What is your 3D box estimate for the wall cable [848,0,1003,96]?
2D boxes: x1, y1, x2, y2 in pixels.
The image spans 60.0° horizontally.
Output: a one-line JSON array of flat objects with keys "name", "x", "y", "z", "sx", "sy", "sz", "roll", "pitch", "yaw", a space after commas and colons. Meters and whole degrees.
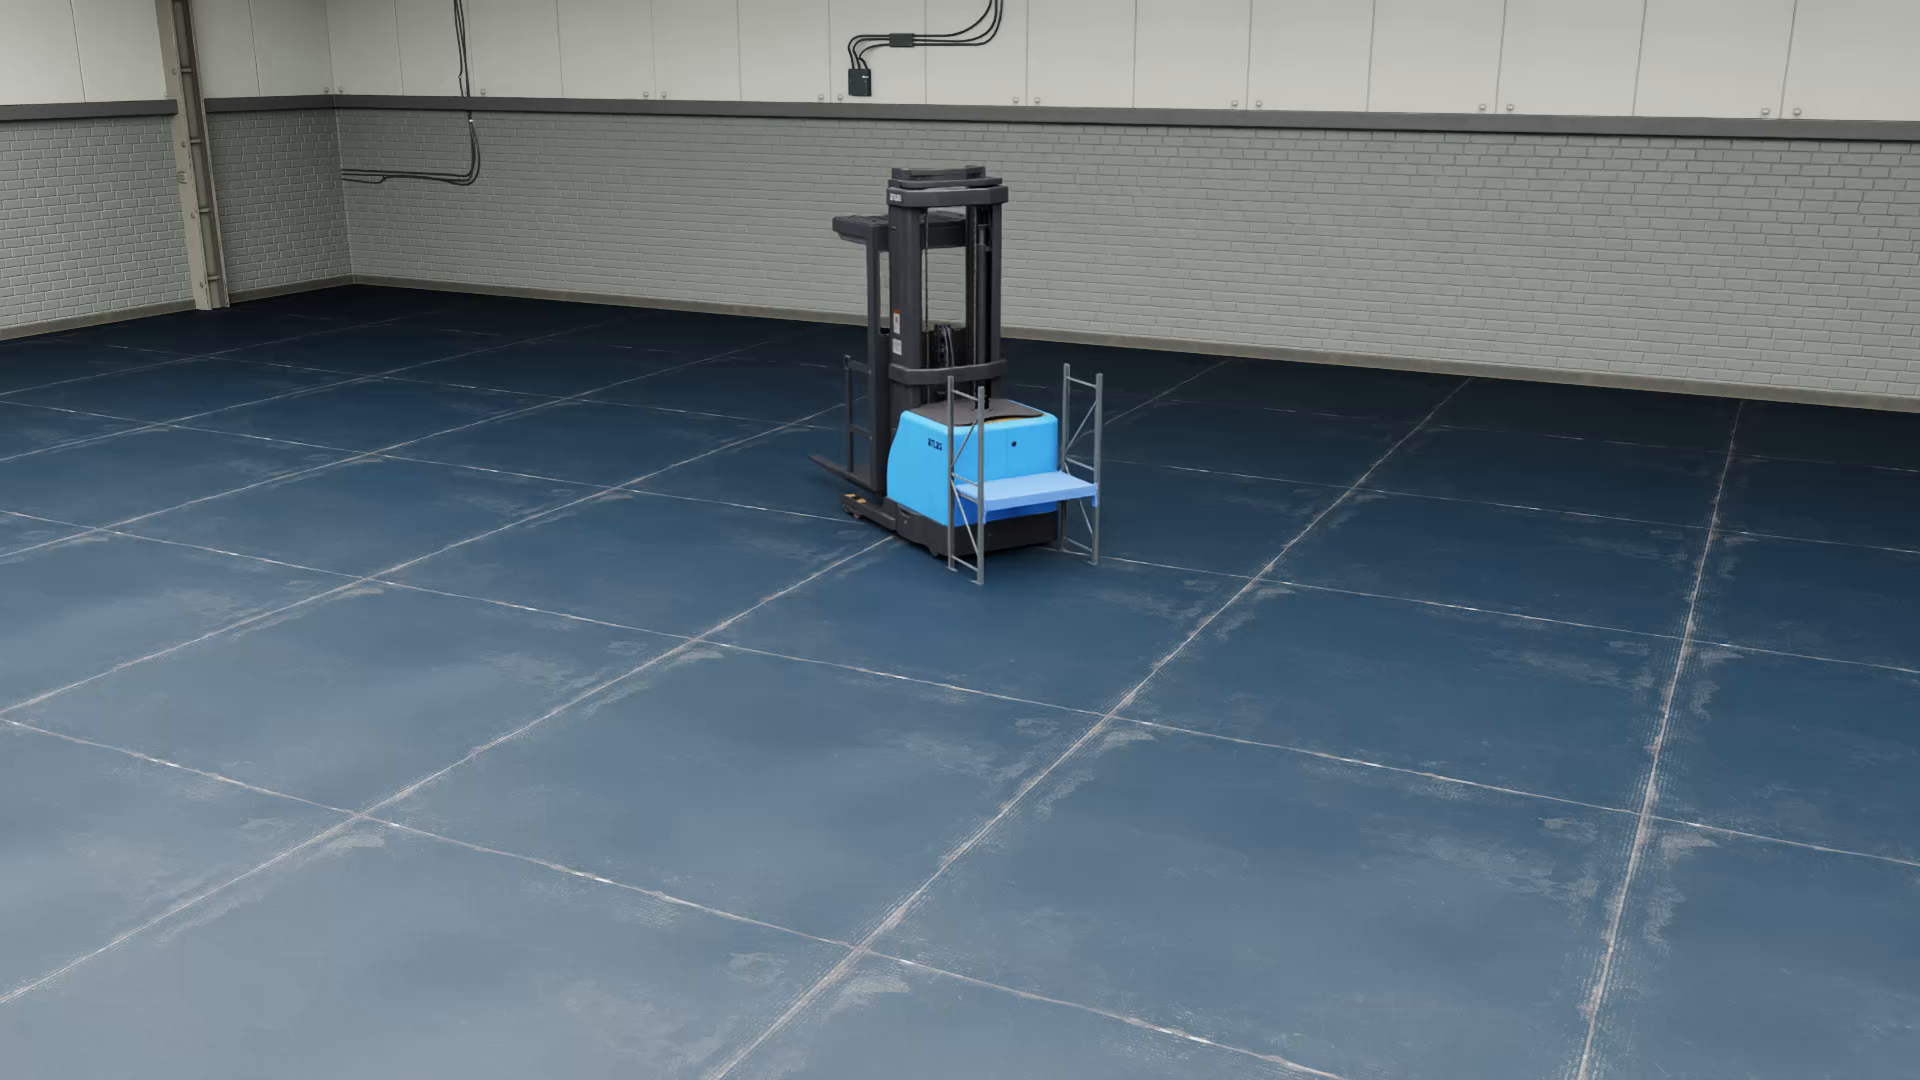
[{"name": "wall cable", "x": -0.494, "y": -8.882, "z": 21.652, "sx": 2.305, "sy": 6.003, "sz": 0.169, "roll": 8, "pitch": 18, "yaw": 25}]

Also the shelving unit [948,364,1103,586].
[{"name": "shelving unit", "x": 0.487, "y": -0.510, "z": 12.606, "sx": 1.048, "sy": 1.500, "sz": 0.538, "roll": -9, "pitch": 19, "yaw": -28}]

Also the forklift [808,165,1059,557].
[{"name": "forklift", "x": -0.374, "y": -1.646, "z": 13.918, "sx": 1.130, "sy": 2.935, "sz": 3.031, "roll": -9, "pitch": 19, "yaw": -28}]

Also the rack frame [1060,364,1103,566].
[{"name": "rack frame", "x": 0.932, "y": -0.580, "z": 12.841, "sx": 0.032, "sy": 1.500, "sz": 0.500, "roll": -9, "pitch": 19, "yaw": -28}]

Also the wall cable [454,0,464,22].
[{"name": "wall cable", "x": -6.560, "y": -9.052, "z": 24.781, "sx": 3.097, "sy": 2.526, "sz": 0.112, "roll": 8, "pitch": 18, "yaw": 25}]

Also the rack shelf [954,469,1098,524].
[{"name": "rack shelf", "x": 0.487, "y": -0.337, "z": 12.657, "sx": 1.000, "sy": 0.185, "sz": 0.538, "roll": -9, "pitch": 19, "yaw": -28}]

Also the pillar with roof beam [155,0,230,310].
[{"name": "pillar with roof beam", "x": -7.628, "y": -7.334, "z": 22.412, "sx": 9.100, "sy": 9.000, "sz": 0.400, "roll": 8, "pitch": 18, "yaw": 25}]

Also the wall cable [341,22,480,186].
[{"name": "wall cable", "x": -8.980, "y": -6.976, "z": 26.658, "sx": 3.097, "sy": 2.526, "sz": 0.112, "roll": 8, "pitch": 18, "yaw": 25}]

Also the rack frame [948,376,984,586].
[{"name": "rack frame", "x": 0.041, "y": -0.440, "z": 12.371, "sx": 0.032, "sy": 1.500, "sz": 0.500, "roll": -9, "pitch": 19, "yaw": -28}]
